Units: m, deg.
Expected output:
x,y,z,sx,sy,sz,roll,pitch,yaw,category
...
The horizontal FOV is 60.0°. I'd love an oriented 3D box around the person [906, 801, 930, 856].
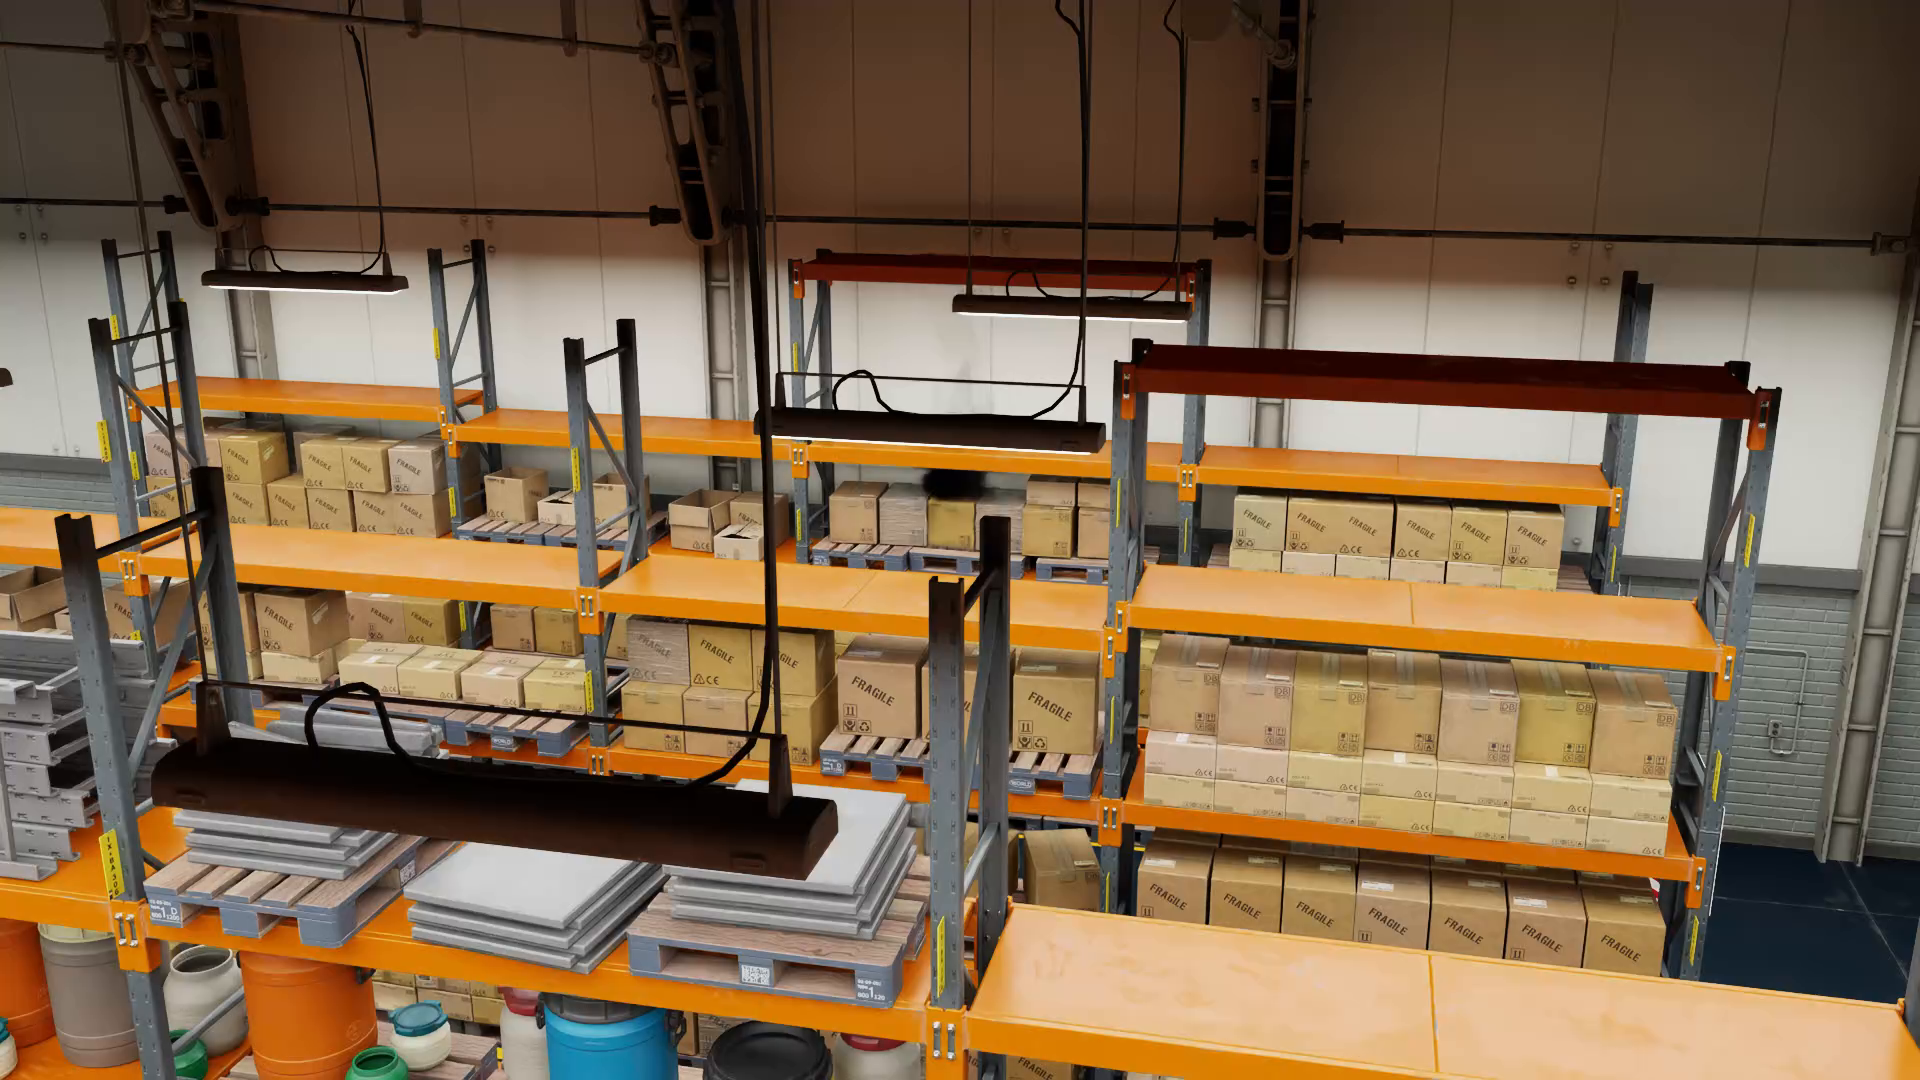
x,y,z,sx,sy,sz,roll,pitch,yaw,category
-0.421,2.674,16.142,0.907,1.677,0.553,2,16,7,person
